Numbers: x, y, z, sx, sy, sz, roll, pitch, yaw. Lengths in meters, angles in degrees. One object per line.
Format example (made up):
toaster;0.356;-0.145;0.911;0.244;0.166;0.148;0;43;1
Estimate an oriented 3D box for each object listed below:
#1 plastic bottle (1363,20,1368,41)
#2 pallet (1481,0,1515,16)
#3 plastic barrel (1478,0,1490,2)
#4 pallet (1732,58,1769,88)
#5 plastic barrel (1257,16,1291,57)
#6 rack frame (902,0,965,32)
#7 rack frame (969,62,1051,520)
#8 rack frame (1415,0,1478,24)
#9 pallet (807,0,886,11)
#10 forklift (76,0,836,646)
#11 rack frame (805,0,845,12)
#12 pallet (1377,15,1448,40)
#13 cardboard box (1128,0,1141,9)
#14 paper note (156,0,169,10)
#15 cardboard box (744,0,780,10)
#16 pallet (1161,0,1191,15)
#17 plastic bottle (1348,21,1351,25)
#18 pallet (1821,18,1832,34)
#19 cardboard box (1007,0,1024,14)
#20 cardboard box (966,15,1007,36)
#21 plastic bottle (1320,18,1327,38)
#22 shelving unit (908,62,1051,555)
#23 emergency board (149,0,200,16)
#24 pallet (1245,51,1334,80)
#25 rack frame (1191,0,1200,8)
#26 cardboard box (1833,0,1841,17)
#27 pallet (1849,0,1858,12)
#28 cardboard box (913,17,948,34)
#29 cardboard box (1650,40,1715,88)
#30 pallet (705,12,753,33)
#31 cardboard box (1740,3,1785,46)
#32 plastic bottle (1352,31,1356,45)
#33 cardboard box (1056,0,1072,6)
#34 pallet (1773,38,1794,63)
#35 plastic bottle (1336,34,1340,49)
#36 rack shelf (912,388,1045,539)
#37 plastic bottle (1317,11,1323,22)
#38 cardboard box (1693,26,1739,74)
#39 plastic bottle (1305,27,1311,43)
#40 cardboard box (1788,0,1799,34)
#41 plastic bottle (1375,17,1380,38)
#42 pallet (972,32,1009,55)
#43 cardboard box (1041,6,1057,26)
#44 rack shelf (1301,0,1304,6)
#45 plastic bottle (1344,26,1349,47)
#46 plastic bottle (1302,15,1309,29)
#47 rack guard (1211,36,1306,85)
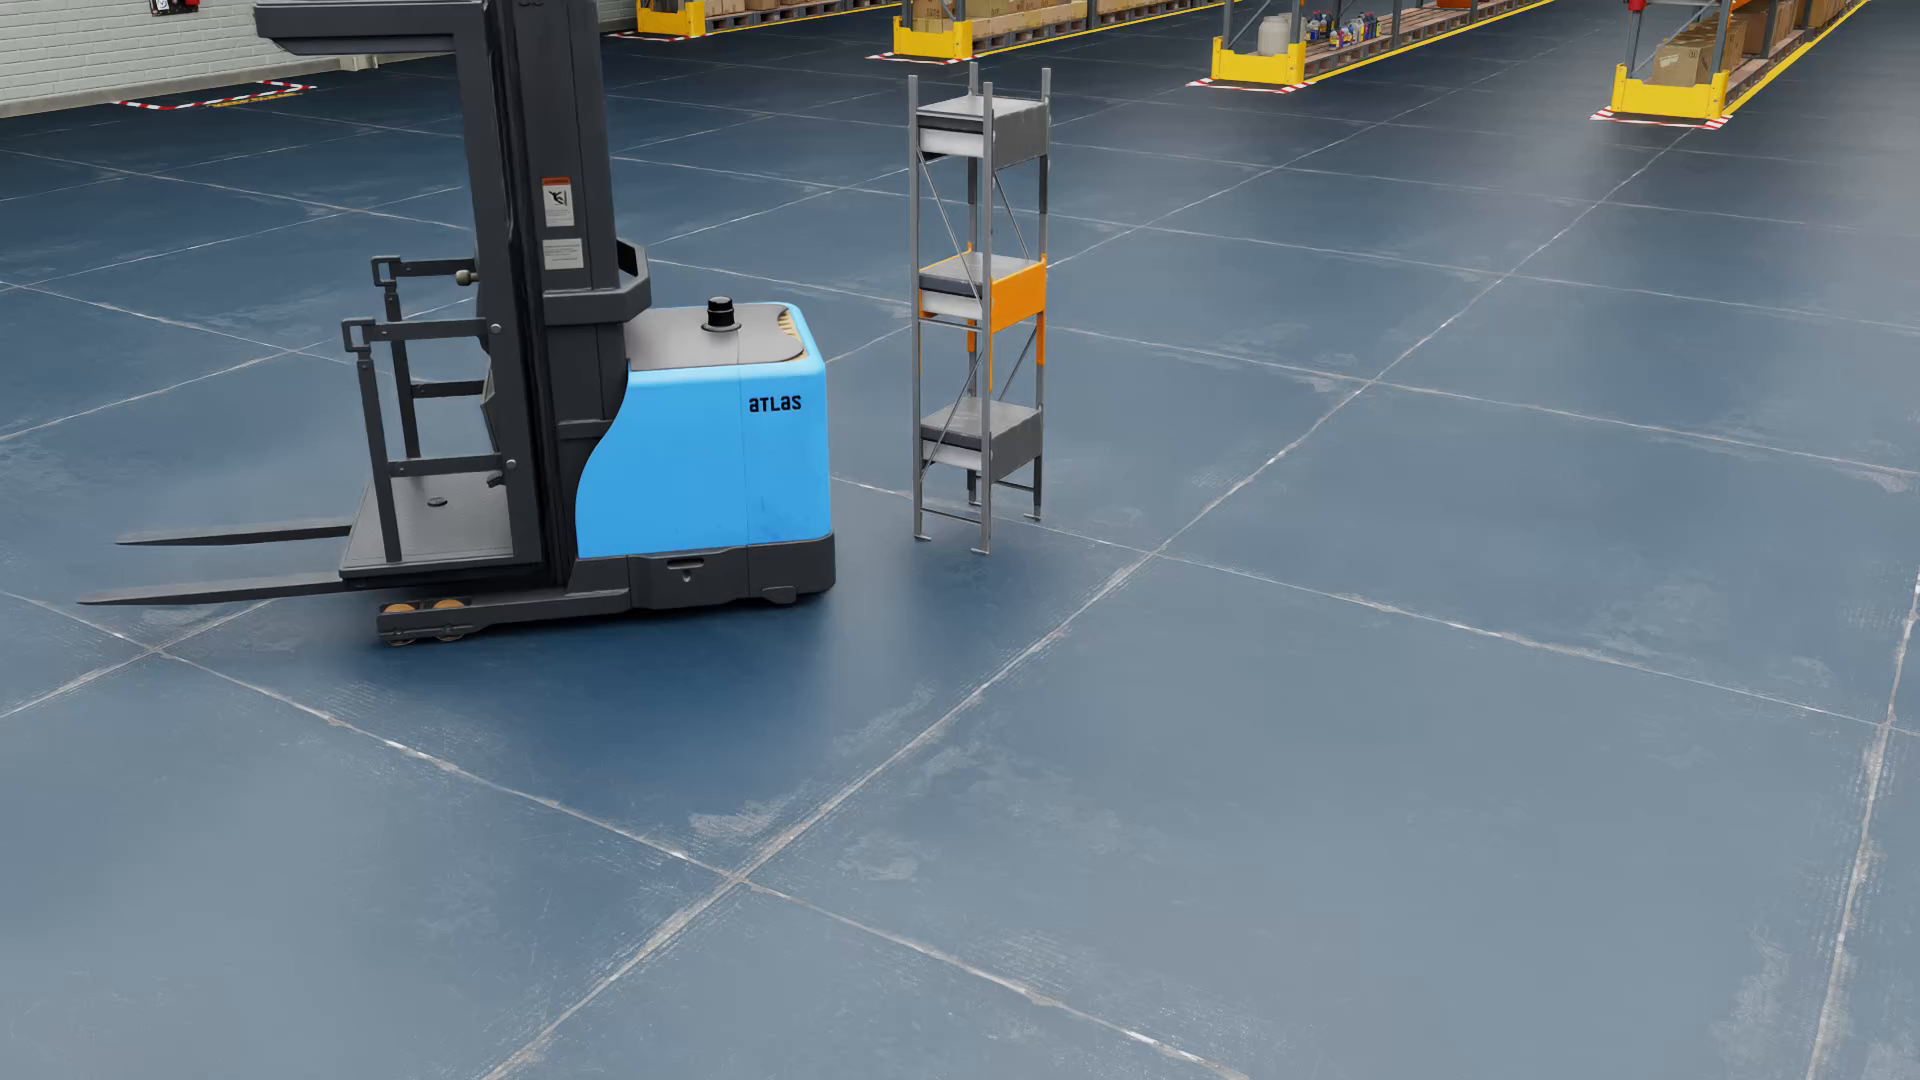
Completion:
plastic bottle;5.692;-7.175;23.413;0.061;0.283;0.133;16;28;32
pallet;9.073;-9.381;29.154;1.003;0.211;1.213;14;27;29
plastic barrel;8.888;-9.612;28.683;0.600;0.588;0.708;14;27;29
pallet;9.822;-6.074;21.515;1.003;0.211;1.213;14;27;29
plastic barrel;4.111;-6.565;21.741;0.421;0.512;0.421;0;23;0
rack frame;-0.378;-8.315;23.181;1.000;3.000;0.127;14;27;29
rack frame;0.216;-1.102;7.652;0.400;2.100;0.015;14;27;29
rack frame;8.048;-9.976;27.018;1.000;3.000;0.127;14;27;29
pallet;-2.069;-9.685;29.857;1.003;0.211;1.213;14;27;29
forklift;-2.105;-1.145;6.706;3.031;2.935;1.130;-5;24;-11
rack frame;-2.478;-10.702;28.695;1.000;3.000;0.127;14;27;29
pallet;6.962;-8.032;26.039;1.003;0.211;1.213;14;27;29
cardboard box;2.697;-9.028;27.760;0.500;0.250;0.500;13;27;27
paper note;-9.607;-6.469;20.025;0.016;0.148;0.142;14;27;29
cardboard box;-3.417;-9.051;27.474;0.700;0.500;0.500;12;26;26
pallet;3.375;-9.466;29.349;1.003;0.211;1.213;14;27;29
plastic bottle;5.471;-7.142;23.338;0.061;0.283;0.133;14;27;29
pallet;13.380;-8.318;26.700;1.003;0.211;1.213;14;27;29
cardboard box;0.609;-8.065;24.592;0.500;0.500;0.500;14;27;29
cardboard box;0.355;-7.550;24.346;0.500;0.250;0.500;14;27;29
plastic bottle;5.186;-7.316;23.754;0.097;0.271;0.097;0;23;0
shelving unit;0.087;-1.019;7.462;0.431;2.100;0.503;14;27;29
emergency board;-9.455;-6.918;19.955;0.194;1.169;0.643;14;27;29
pallet;4.262;-6.304;22.047;1.003;0.211;1.213;14;27;29
rack frame;3.842;-11.015;29.418;1.000;3.000;0.127;14;27;29
cardboard box;13.575;-8.983;26.872;1.225;0.875;0.875;13;27;27
pallet;15.476;-9.662;29.803;1.003;0.211;1.213;14;27;29
cardboard box;-0.346;-7.489;24.205;0.500;0.250;0.500;14;27;29
cardboard box;8.380;-5.490;19.275;0.500;0.500;0.500;20;30;38
pallet;-4.090;-8.364;26.806;1.003;0.211;1.213;14;27;29
cardboard box;11.051;-7.191;23.178;0.700;0.500;0.500;11;26;24
plastic bottle;5.444;-6.992;23.094;0.097;0.201;0.097;0;23;0
cardboard box;1.400;-8.571;25.762;0.500;0.500;0.500;14;27;29
pallet;11.198;-6.984;23.618;1.003;0.211;1.213;14;27;29
plastic bottle;5.104;-6.775;22.592;0.097;0.201;0.097;0;23;0
rack shelf;0.087;-0.365;7.745;0.431;0.518;0.480;14;27;29
plastic bottle;5.160;-7.426;23.910;0.144;0.351;0.185;15;27;30
cardboard box;9.345;-6.086;20.650;0.500;0.500;0.500;11;26;24
plastic bottle;4.864;-7.077;23.291;0.097;0.201;0.097;0;23;0
cardboard box;11.920;-7.762;24.497;0.700;0.500;0.500;12;26;26
plastic bottle;5.965;-7.349;23.817;0.061;0.283;0.133;15;28;32
pallet;-0.010;-7.302;24.352;1.003;0.211;1.213;14;27;29
cardboard box;1.150;-8.055;25.513;0.500;0.250;0.500;14;27;29
rack shelf;4.883;-7.620;22.483;1.077;0.370;4.000;14;27;29
plastic bottle;5.283;-6.921;22.843;0.097;0.271;0.097;0;23;0
plastic bottle;4.836;-7.219;23.431;0.144;0.351;0.185;14;27;29
rack guard;3.829;-6.164;21.359;1.175;0.500;0.348;14;27;29
